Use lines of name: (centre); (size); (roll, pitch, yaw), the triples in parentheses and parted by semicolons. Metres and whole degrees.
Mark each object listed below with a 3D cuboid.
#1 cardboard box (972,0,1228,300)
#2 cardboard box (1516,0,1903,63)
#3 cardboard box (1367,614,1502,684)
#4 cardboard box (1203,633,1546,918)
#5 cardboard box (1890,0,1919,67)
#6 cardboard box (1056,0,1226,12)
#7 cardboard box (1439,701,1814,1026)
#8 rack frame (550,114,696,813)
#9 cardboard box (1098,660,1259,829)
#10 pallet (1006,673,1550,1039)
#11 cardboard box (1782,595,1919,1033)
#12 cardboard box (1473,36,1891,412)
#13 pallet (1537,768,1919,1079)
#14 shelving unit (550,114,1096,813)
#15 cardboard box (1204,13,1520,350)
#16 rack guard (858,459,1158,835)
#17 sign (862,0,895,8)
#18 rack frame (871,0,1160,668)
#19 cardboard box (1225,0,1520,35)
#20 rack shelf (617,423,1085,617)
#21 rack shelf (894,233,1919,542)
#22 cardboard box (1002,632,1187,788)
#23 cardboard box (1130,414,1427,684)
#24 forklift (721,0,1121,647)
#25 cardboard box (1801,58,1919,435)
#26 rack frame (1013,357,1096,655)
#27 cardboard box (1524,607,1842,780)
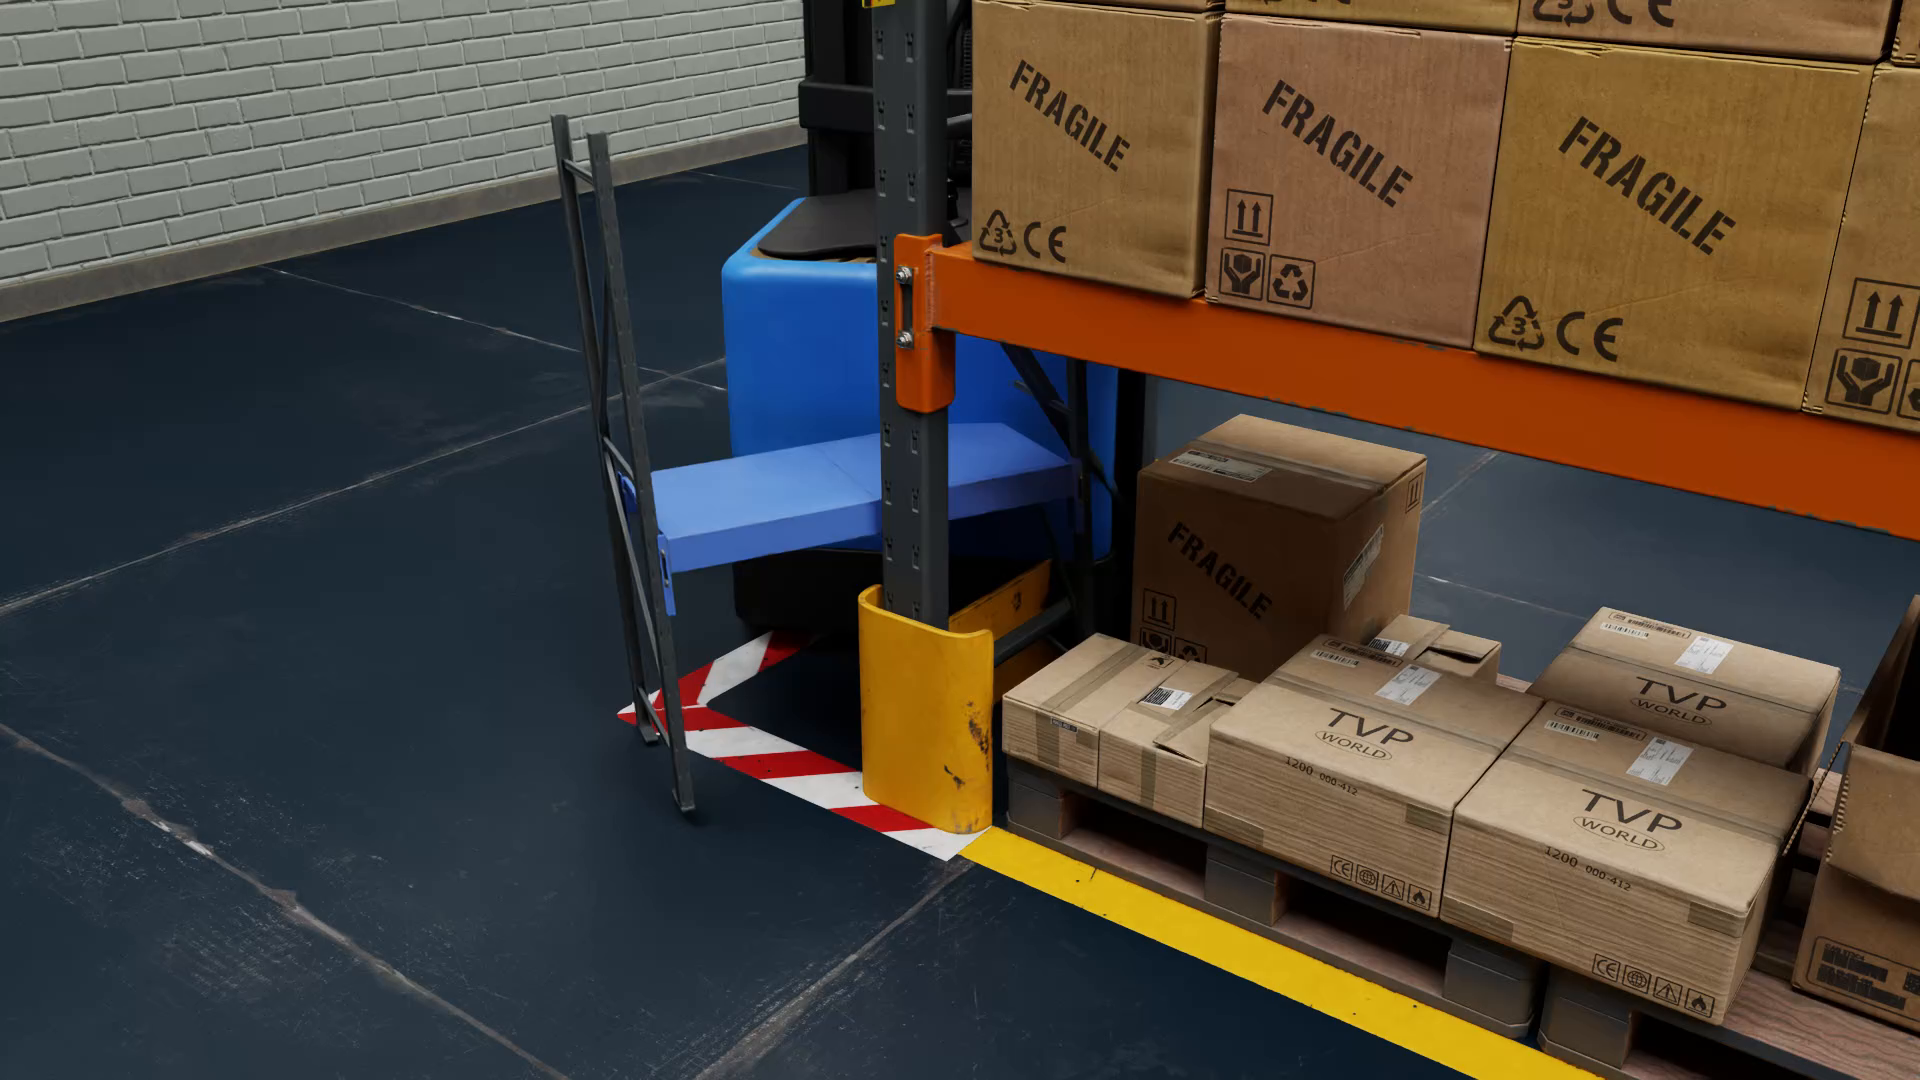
cardboard box: (0.370, -0.800, 3.222); (0.500, 0.500, 0.500); (18, 29, 34)
cardboard box: (1.190, -1.011, 2.461); (0.500, 0.500, 0.500); (17, 29, 34)
cardboard box: (1.026, 0.327, 3.755); (0.250, 0.166, 0.380); (17, 29, 33)
cardboard box: (0.838, 0.454, 3.364); (0.500, 0.250, 0.500); (17, 29, 33)
cardboard box: (1.597, -0.889, 2.183); (0.500, 0.500, 0.500); (17, 29, 33)
cardboard box: (0.370, -1.258, 3.020); (0.500, 0.500, 0.500); (18, 29, 35)
cardboard box: (1.238, 0.575, 3.089); (0.500, 0.250, 0.500); (17, 29, 33)
rack frame: (-0.752, -0.164, 3.716); (0.032, 1.500, 0.500); (-11, 21, -19)
cardboard box: (0.502, 0.421, 3.543); (0.250, 0.166, 0.380); (17, 29, 33)
pallet: (0.872, 0.540, 3.762); (1.213, 0.211, 1.003); (17, 29, 33)
cardboard box: (1.867, 0.509, 2.925); (0.637, 0.503, 0.797); (17, 29, 33)
cardboard box: (1.186, -0.555, 2.665); (0.500, 0.500, 0.500); (17, 29, 33)
pallet: (1.844, 0.835, 3.092); (1.213, 0.211, 1.003); (17, 29, 33)
shelving unit: (-0.281, -0.257, 3.884); (1.048, 1.500, 0.538); (-11, 21, -19)
cardboard box: (0.786, -0.677, 2.943); (0.500, 0.500, 0.500); (16, 29, 33)
rack guard: (0.233, 0.215, 4.141); (0.348, 0.500, 1.175); (17, 29, 33)
sign: (-0.153, -1.168, 3.107); (0.005, 0.325, 0.100); (17, 29, 33)
rack frame: (0.173, -0.947, 3.679); (0.127, 3.000, 1.000); (17, 29, 33)
cardboard box: (0.793, -1.134, 2.739); (0.500, 0.500, 0.500); (17, 29, 34)
rack shelf: (-0.270, -0.089, 3.946); (1.000, 0.185, 0.538); (-11, 21, -19)
rack shelf: (1.773, -0.134, 2.726); (4.000, 0.370, 1.077); (17, 29, 33)
cardboard box: (0.302, 0.369, 3.683); (0.250, 0.149, 0.380); (17, 29, 33)
cardboard box: (0.756, 0.048, 3.976); (0.500, 0.500, 0.500); (17, 29, 33)
forklift: (0.103, -1.620, 5.291); (1.130, 2.935, 3.031); (3, 24, 8)
cardboard box: (1.585, -0.433, 2.389); (0.500, 0.500, 0.500); (17, 29, 34)
rack frame: (0.189, -0.350, 4.053); (0.032, 1.500, 0.500); (-11, 21, -19)
cardboard box: (1.498, 0.402, 3.483); (0.500, 0.250, 0.500); (17, 29, 33)
